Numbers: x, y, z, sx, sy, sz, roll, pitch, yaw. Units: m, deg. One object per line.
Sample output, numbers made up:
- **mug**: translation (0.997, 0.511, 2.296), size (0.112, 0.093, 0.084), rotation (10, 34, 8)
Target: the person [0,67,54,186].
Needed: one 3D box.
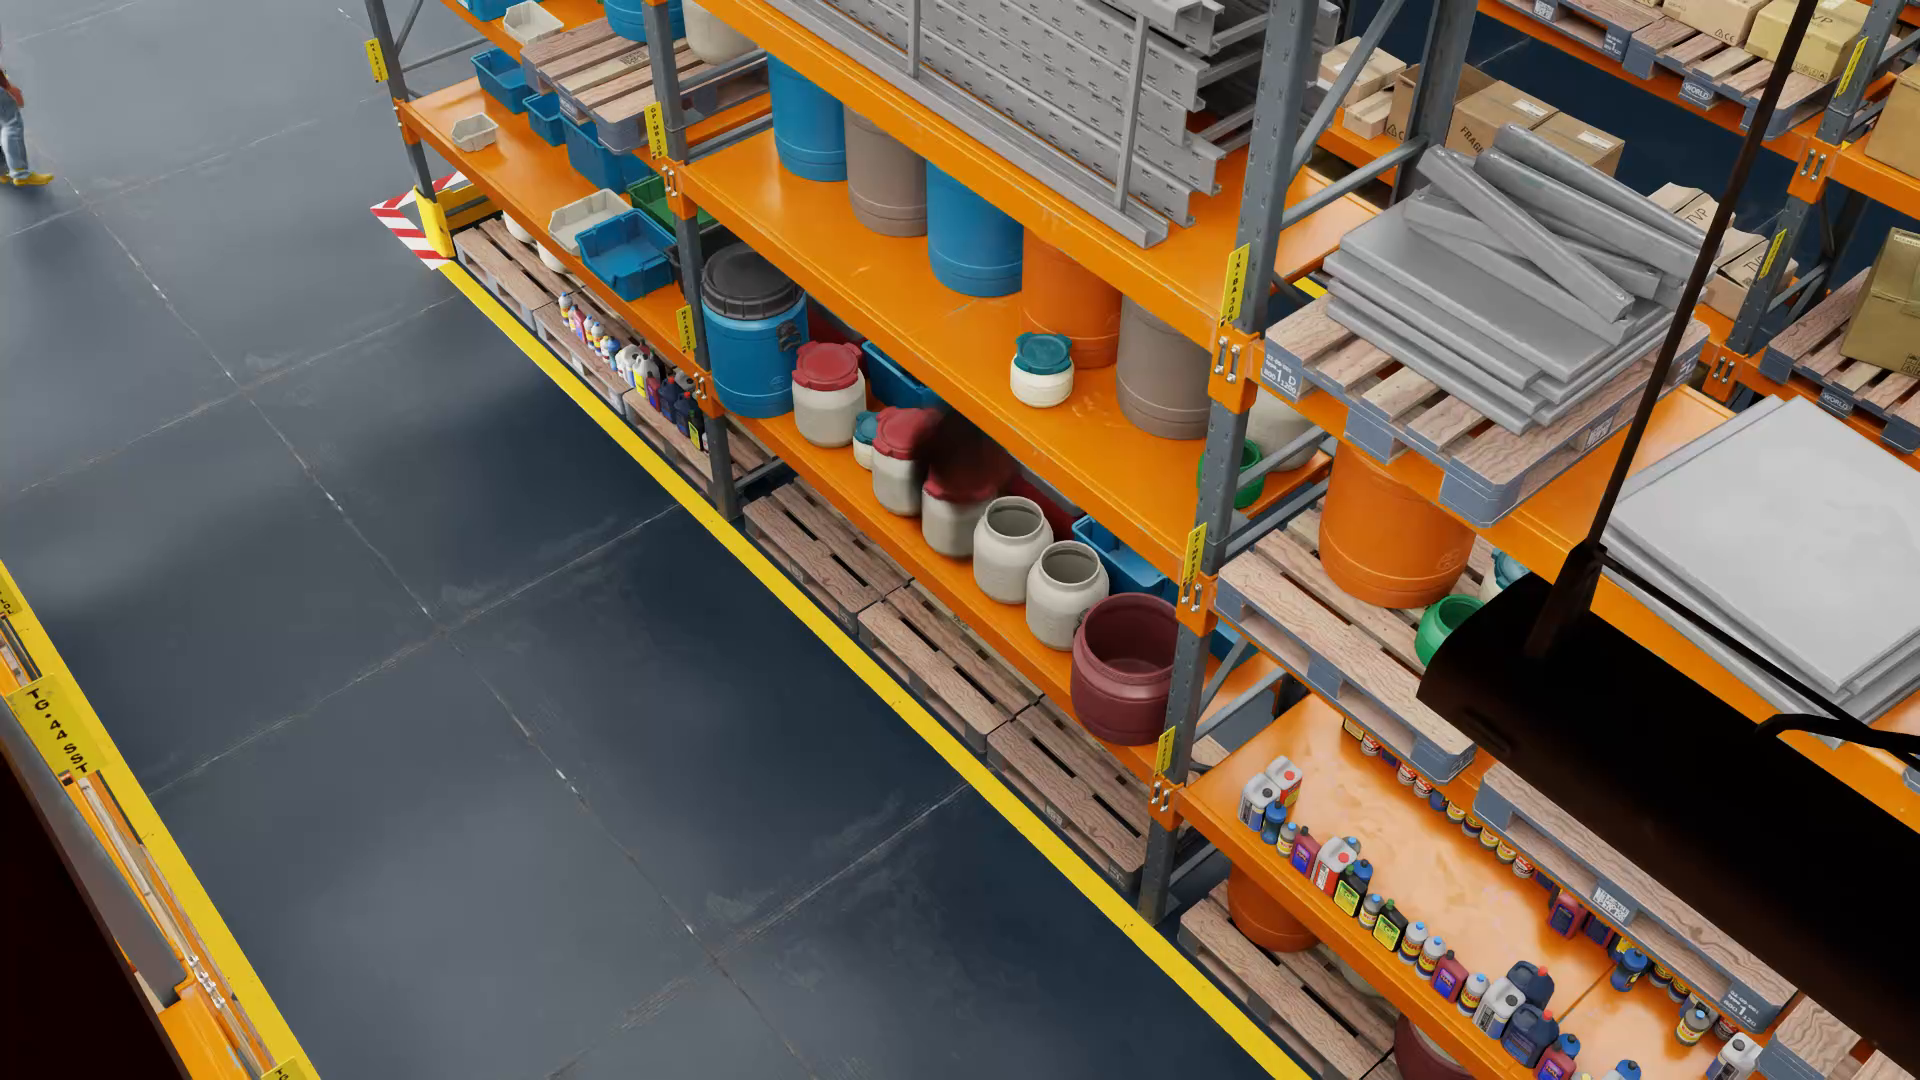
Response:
- **person**: translation (-7.792, -3.620, 13.209), size (0.696, 1.800, 0.370), rotation (18, 49, 16)
